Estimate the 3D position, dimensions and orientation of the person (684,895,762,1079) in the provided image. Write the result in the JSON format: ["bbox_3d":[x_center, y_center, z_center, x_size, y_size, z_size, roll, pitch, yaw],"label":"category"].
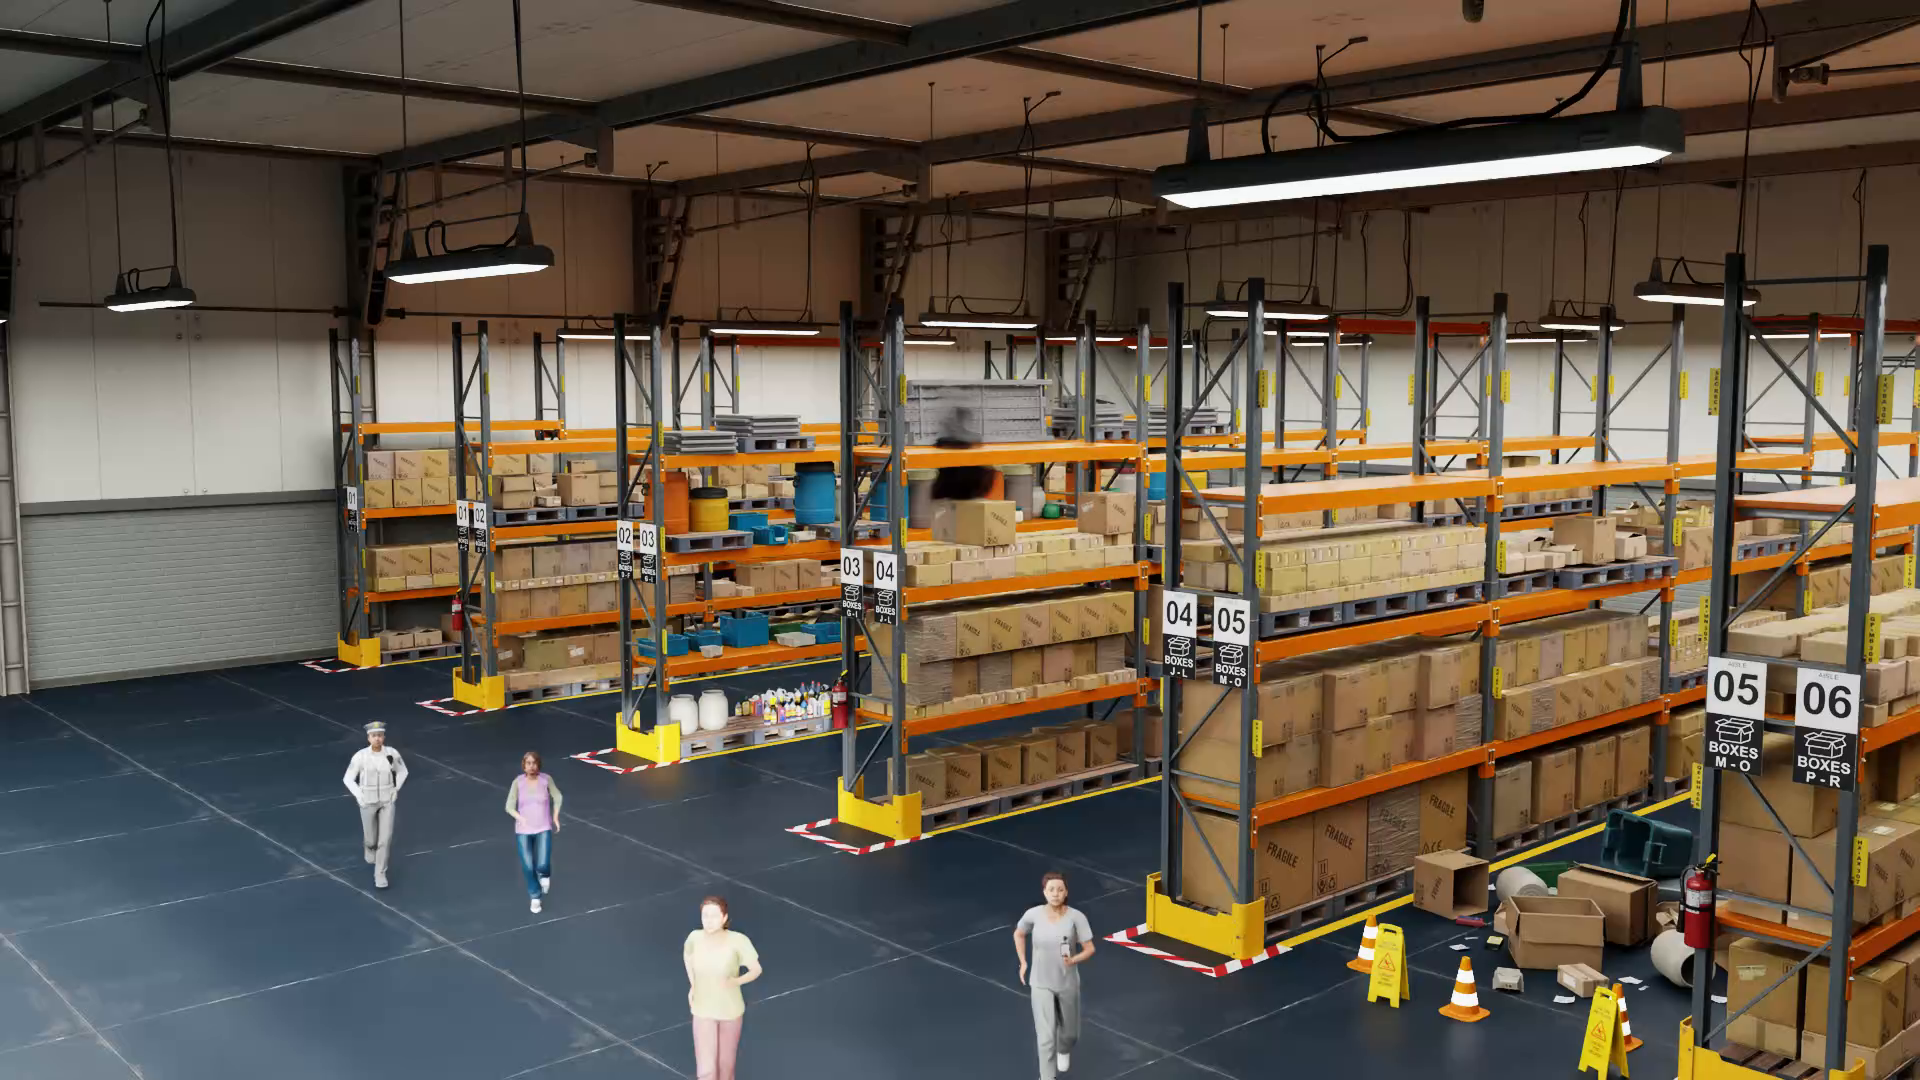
[{"bbox_3d":[-1.609,3.223,11.258,0.555,1.703,0.874,0,6,-3],"label":"person"}]

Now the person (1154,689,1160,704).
[{"bbox_3d":[2.980,1.852,24.598,0.710,1.815,0.892,6,8,44],"label":"person"}]

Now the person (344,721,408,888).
[{"bbox_3d":[-5.944,2.658,16.979,0.631,1.659,0.729,-3,6,-26],"label":"person"}]

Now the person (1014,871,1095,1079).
[{"bbox_3d":[0.669,3.163,11.830,0.574,1.645,0.929,0,6,1],"label":"person"}]

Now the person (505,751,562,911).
[{"bbox_3d":[-4.105,2.814,16.046,0.534,1.560,0.540,-1,6,-13],"label":"person"}]
